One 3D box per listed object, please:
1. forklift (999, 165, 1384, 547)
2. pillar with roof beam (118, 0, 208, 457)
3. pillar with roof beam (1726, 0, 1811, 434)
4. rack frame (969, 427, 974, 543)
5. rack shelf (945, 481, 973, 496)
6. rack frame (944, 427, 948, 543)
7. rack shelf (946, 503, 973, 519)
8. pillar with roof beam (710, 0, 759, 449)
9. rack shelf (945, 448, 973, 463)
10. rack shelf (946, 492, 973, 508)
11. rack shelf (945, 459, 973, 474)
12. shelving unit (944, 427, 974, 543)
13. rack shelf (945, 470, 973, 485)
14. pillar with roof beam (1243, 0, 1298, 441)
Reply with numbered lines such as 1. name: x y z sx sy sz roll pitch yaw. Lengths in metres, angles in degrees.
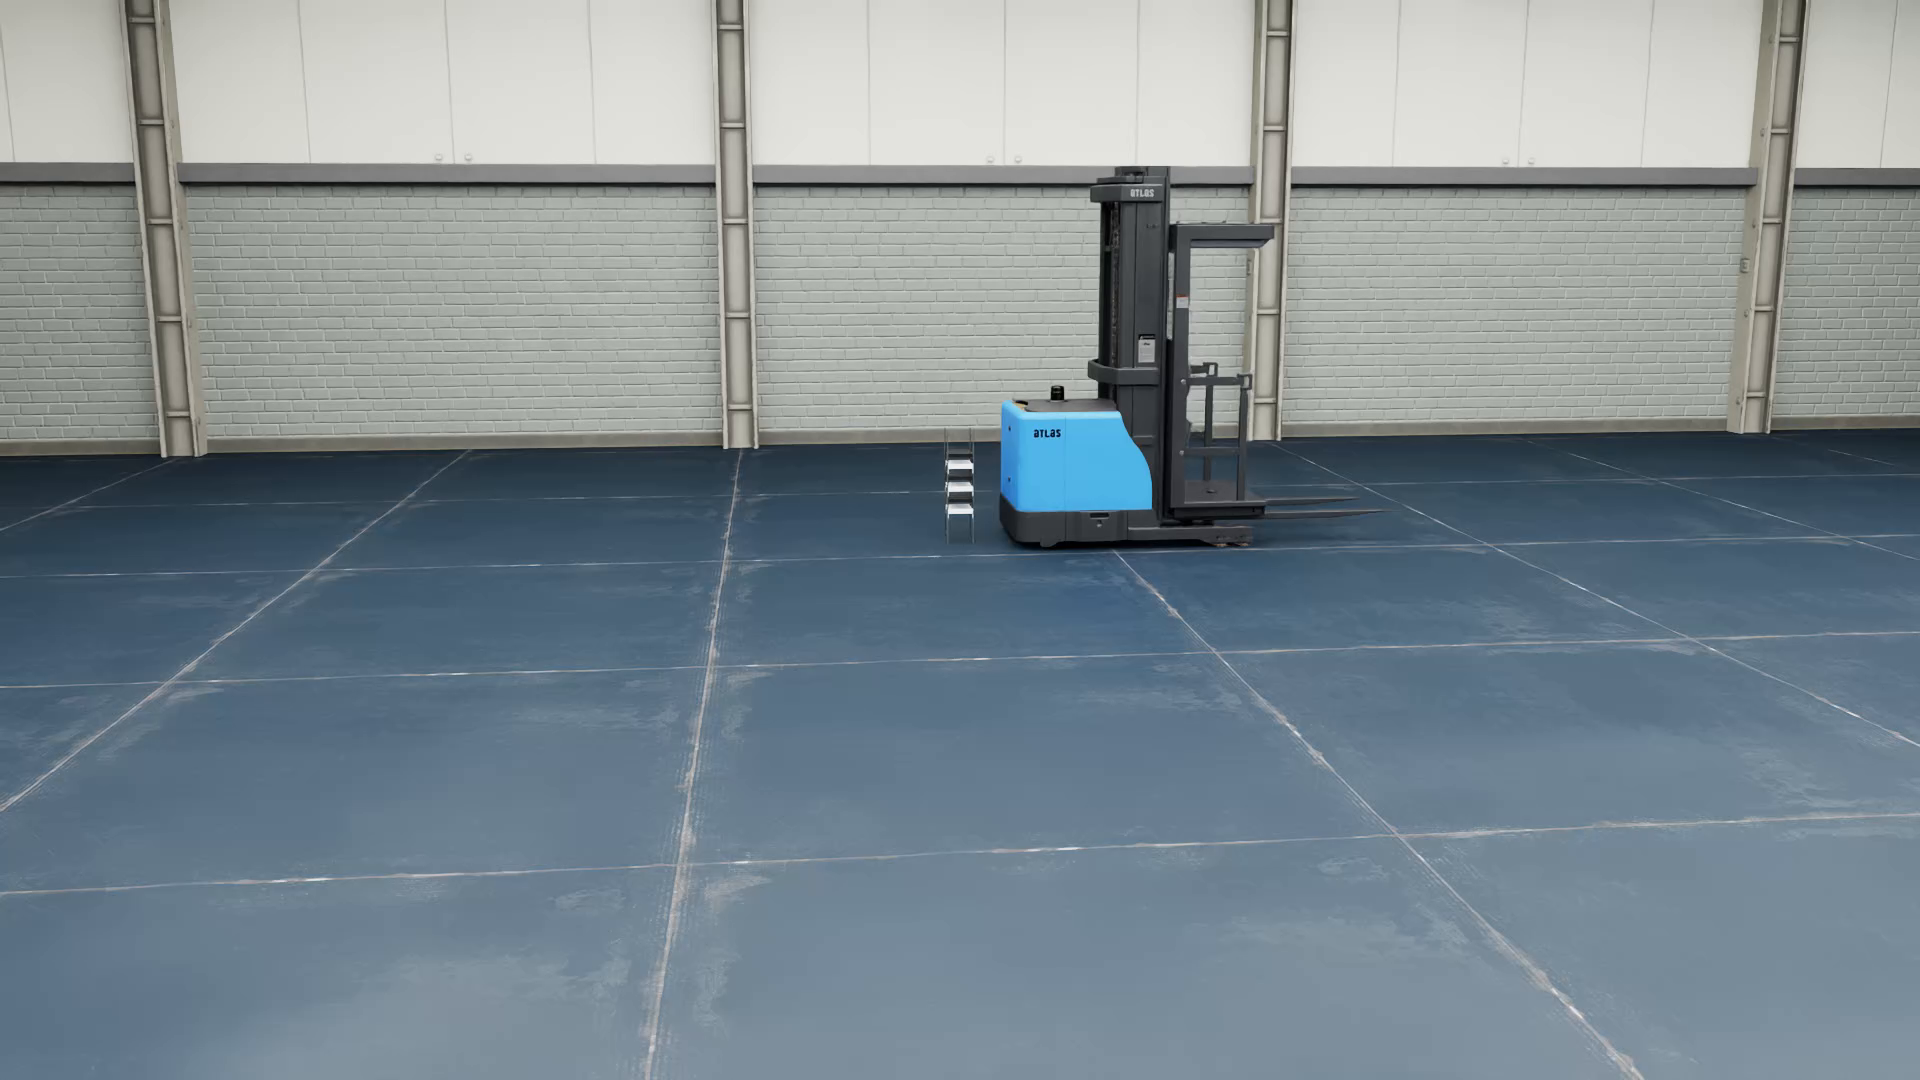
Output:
1. forklift: 1.883 -1.483 13.313 3.031 2.935 1.130 -1 11 -7
2. pillar with roof beam: -7.963 -4.517 13.014 0.400 9.000 9.100 -1 11 -6
3. pillar with roof beam: 9.932 -4.892 14.921 0.400 9.000 9.100 -1 11 -6
4. rack frame: 0.093 -0.443 13.291 0.006 0.900 0.240 -1 11 -6
5. rack shelf: -0.008 -0.409 13.287 0.200 0.077 0.258 -1 11 -6
6. rack frame: -0.109 -0.439 13.270 0.006 0.900 0.240 -1 11 -6
7. rack shelf: -0.008 -0.232 13.322 0.200 0.077 0.258 -1 11 -6
8. pillar with roof beam: -1.998 -4.642 13.650 0.400 9.000 9.100 -1 11 -6
9. rack shelf: -0.008 -0.674 13.235 0.200 0.077 0.258 -1 11 -6
10. rack shelf: -0.008 -0.320 13.304 0.200 0.077 0.258 -1 11 -6
11. rack shelf: -0.008 -0.585 13.252 0.200 0.077 0.258 -1 11 -6
12. shelving unit: -0.008 -0.441 13.280 0.210 0.900 0.258 -1 11 -6
13. rack shelf: -0.008 -0.497 13.269 0.200 0.077 0.258 -1 11 -6
14. pillar with roof beam: 3.967 -4.767 14.286 0.400 9.000 9.100 -1 11 -6
